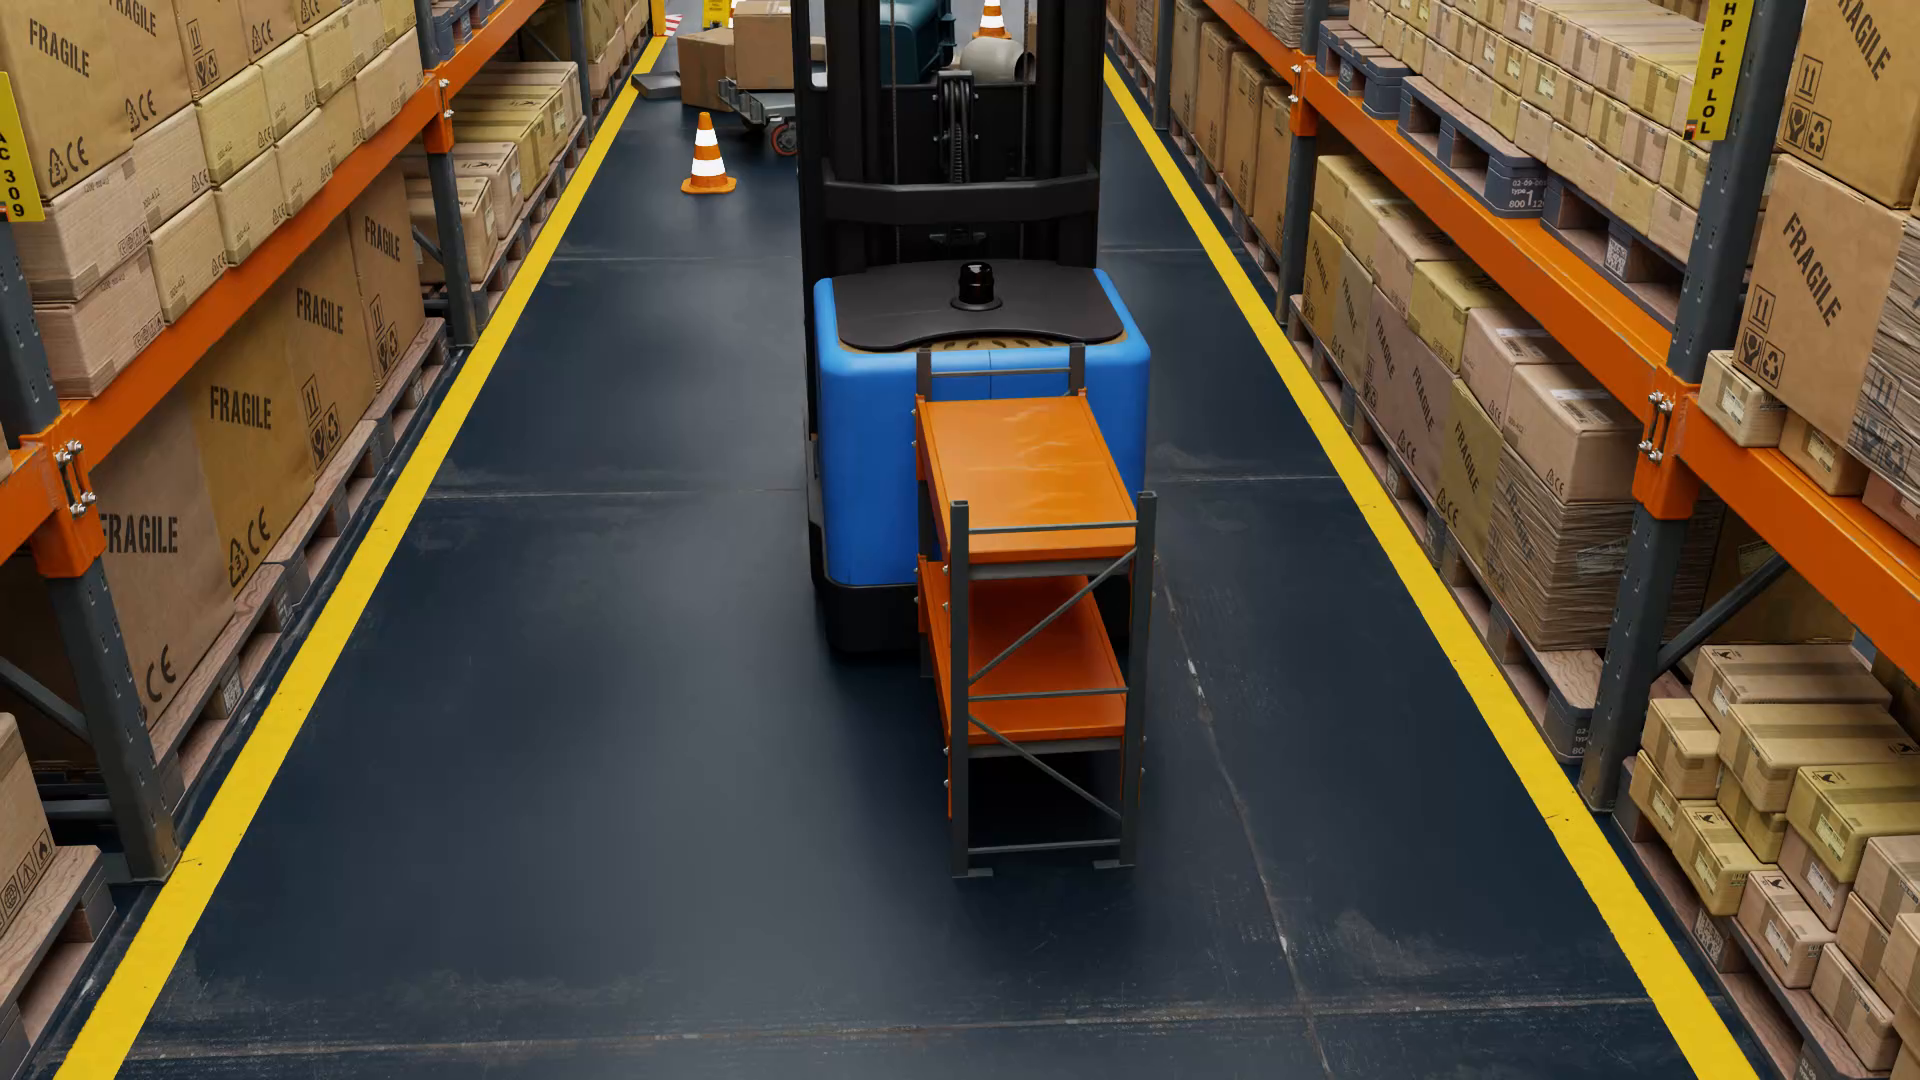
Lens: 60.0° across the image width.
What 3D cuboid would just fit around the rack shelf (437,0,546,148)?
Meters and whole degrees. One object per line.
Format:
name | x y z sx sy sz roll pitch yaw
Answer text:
rack shelf | -2.951 -2.871 9.289 1.077 0.370 4.000 -1 28 -3

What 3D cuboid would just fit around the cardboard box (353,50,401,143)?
cardboard box | -2.518 -1.737 6.499 0.500 0.250 0.500 -1 28 -2

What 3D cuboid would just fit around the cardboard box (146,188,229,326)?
cardboard box | -2.425 -0.801 4.705 0.500 0.250 0.500 -2 28 -4

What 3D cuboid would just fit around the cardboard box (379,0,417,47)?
cardboard box | -2.567 -2.204 6.854 0.500 0.250 0.500 -1 28 -3

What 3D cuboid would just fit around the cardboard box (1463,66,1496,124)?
cardboard box | 1.997 -1.564 5.822 0.380 0.149 0.250 -2 28 -4

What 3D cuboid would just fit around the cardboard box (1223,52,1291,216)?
cardboard box | 2.101 -2.309 9.411 1.050 0.750 0.750 -1 28 -2

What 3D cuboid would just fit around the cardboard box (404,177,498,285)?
cardboard box | -2.866 -1.549 8.363 0.950 0.372 0.625 -3 28 -6

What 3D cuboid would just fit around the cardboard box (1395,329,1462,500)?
cardboard box | 1.961 -0.473 6.162 0.500 0.500 0.500 -2 28 -4

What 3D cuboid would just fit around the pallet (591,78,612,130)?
pallet | -3.126 -3.187 12.132 1.003 0.211 1.213 -1 28 -3

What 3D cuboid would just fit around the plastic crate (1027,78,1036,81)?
plastic crate | 0.565 -3.107 11.943 0.450 0.188 0.662 22 34 18

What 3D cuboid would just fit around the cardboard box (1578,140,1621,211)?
cardboard box | 2.057 -1.074 4.883 0.380 0.149 0.250 -1 28 -3

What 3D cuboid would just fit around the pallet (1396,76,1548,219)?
pallet | 2.236 -1.435 5.964 1.003 0.211 1.213 -1 28 -3

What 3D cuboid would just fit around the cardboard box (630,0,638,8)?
cardboard box | -2.931 -4.656 13.642 0.500 0.500 0.500 0 28 -1

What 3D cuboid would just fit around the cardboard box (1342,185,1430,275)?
cardboard box | 1.912 -1.285 6.908 0.500 0.250 0.500 -2 28 -3

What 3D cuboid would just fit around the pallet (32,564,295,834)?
pallet | -2.753 0.463 5.135 1.003 0.211 1.213 -1 28 -3

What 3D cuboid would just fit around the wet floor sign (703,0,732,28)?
wet floor sign | -2.205 -5.031 15.198 0.267 0.644 0.232 8 29 15

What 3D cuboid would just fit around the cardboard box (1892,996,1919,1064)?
cardboard box | 2.153 1.014 3.369 0.380 0.149 0.250 0 28 0

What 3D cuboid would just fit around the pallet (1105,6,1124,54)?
pallet | 1.794 -4.523 14.695 1.003 0.211 1.213 -1 28 -3

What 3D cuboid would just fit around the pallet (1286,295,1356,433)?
pallet | 2.131 -0.835 7.624 1.003 0.211 1.213 -1 28 -3

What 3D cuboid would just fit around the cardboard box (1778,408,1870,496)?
cardboard box | 2.076 -0.218 3.696 0.380 0.149 0.250 -1 28 -1

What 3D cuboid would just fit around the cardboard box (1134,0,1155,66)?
cardboard box | 1.869 -4.232 12.965 0.875 0.875 0.875 -1 28 -2

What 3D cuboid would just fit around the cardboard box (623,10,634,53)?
cardboard box | -2.901 -4.080 13.349 0.500 0.250 0.500 -2 28 -4

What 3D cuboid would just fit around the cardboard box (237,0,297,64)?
cardboard box | -2.485 -1.822 5.310 0.500 0.500 0.500 -2 28 -3

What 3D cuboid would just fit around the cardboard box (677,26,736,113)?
cardboard box | -1.752 -3.534 12.483 0.500 0.500 0.500 19 33 32

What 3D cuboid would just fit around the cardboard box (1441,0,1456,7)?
cardboard box | 1.977 -2.069 6.147 0.380 0.149 0.250 0 28 0

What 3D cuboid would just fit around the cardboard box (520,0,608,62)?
cardboard box | -2.816 -3.692 11.794 0.500 0.500 0.500 0 28 0

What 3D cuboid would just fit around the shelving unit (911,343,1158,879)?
shelving unit | 0.174 0.165 4.717 0.538 1.125 1.048 -3 28 -5

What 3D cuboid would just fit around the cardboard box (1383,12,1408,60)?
cardboard box | 1.942 -2.048 6.750 0.380 0.149 0.250 0 28 0

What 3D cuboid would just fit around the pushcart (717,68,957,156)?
pushcart | -0.781 -3.029 11.650 1.648 0.377 0.936 -11 30 -20

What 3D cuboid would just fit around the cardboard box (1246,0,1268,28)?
cardboard box | 1.775 -2.909 8.476 0.500 0.500 0.500 -1 28 -3

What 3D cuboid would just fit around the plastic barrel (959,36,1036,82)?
plastic barrel | 0.292 -3.625 12.742 0.512 0.421 0.421 19 33 32

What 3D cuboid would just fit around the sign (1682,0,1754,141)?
sign | 1.746 -1.084 3.832 0.100 0.325 0.005 -1 28 -3

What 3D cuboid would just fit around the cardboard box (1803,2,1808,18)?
cardboard box | 2.683 -1.598 5.244 0.380 0.149 0.250 -2 28 -3

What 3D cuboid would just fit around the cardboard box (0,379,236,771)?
cardboard box | -2.750 0.052 4.750 0.875 0.875 0.875 -1 28 -1

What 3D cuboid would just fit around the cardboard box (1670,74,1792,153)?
cardboard box | 2.085 -1.105 4.299 0.380 0.149 0.250 0 28 0

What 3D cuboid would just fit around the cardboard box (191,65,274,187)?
cardboard box | -2.434 -1.258 5.040 0.500 0.250 0.500 -1 28 -2

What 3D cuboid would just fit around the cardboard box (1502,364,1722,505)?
cardboard box | 2.009 -0.334 5.084 0.500 0.250 0.500 -2 28 -4

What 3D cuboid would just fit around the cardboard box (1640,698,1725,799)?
cardboard box | 2.000 0.536 4.287 0.380 0.149 0.250 0 28 0

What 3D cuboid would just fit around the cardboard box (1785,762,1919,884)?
cardboard box | 2.129 0.637 3.771 0.380 0.149 0.250 -2 28 -3

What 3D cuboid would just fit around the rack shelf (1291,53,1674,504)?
rack shelf | 2.196 -1.190 6.066 1.077 0.370 4.000 -1 28 -3

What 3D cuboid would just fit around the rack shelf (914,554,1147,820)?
rack shelf | 0.174 0.382 4.830 0.538 0.278 1.000 -3 28 -5

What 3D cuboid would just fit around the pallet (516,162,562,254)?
pallet | -2.946 -1.953 9.767 1.003 0.211 1.213 -1 28 -3

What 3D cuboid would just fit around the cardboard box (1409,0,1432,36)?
cardboard box | 1.963 -2.047 6.426 0.380 0.149 0.250 -1 28 -2

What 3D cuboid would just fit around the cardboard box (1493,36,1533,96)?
cardboard box | 2.010 -1.580 5.531 0.380 0.149 0.250 -1 28 -2

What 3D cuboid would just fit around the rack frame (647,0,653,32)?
rack frame | -3.264 -5.961 14.436 1.000 3.000 0.127 -1 28 -3

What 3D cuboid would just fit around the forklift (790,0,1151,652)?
forklift | -0.067 -1.589 6.127 1.130 2.935 3.031 -3 28 -5

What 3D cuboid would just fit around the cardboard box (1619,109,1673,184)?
cardboard box | 2.068 -1.093 4.598 0.380 0.149 0.250 -1 28 -2

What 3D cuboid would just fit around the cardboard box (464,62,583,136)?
cardboard box | -3.025 -2.893 10.940 0.950 0.372 0.625 -1 28 -2

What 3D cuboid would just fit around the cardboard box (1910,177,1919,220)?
cardboard box | 2.123 -0.752 2.937 0.500 0.500 0.500 -2 28 -4

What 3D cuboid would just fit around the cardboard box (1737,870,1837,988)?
cardboard box | 2.077 0.905 3.901 0.380 0.149 0.250 -2 28 -3

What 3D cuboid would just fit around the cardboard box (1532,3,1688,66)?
cardboard box | 2.035 -1.583 5.216 0.380 0.149 0.250 -2 28 -4
